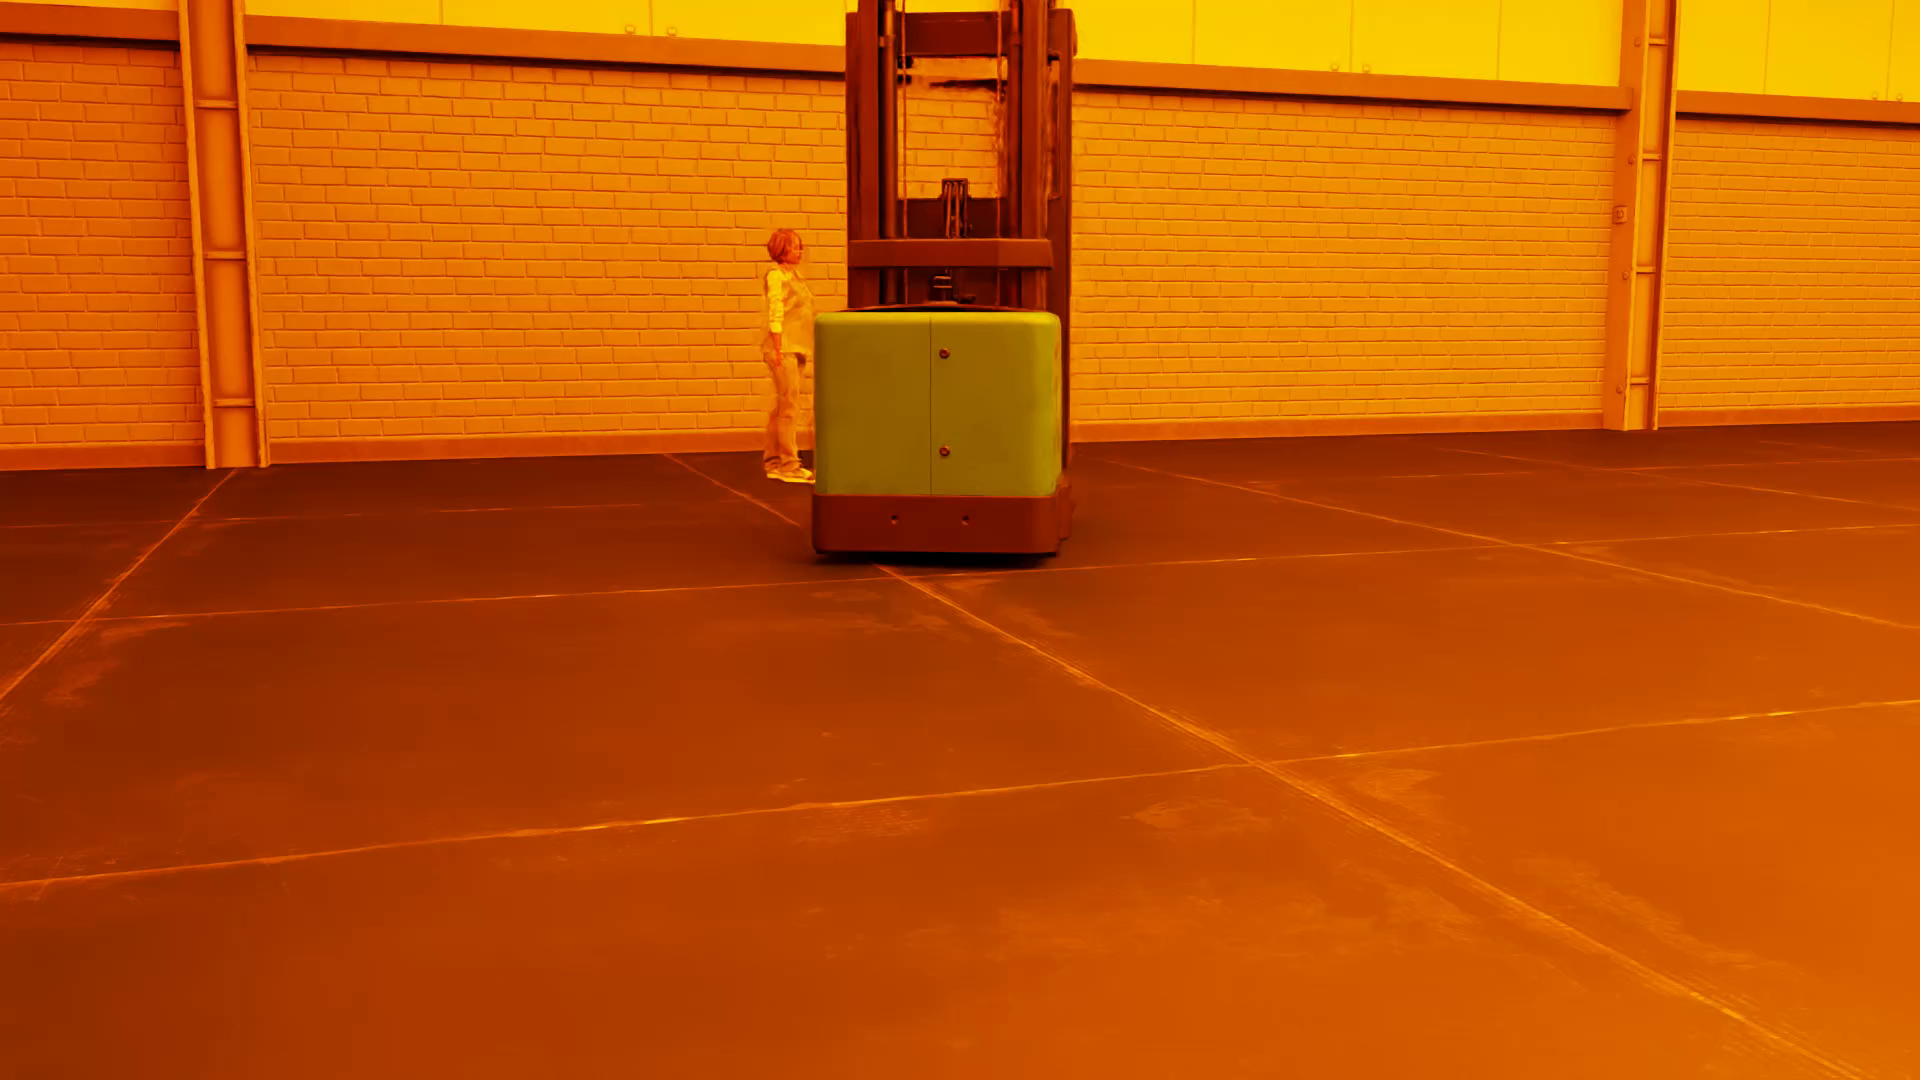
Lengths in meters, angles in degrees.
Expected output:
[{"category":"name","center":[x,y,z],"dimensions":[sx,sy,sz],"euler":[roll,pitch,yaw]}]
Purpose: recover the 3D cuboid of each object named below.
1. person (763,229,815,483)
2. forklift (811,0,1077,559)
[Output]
[{"category":"person","center":[-1.060,-1.165,10.603],"dimensions":[0.421,1.590,0.406],"euler":[2,8,12]},{"category":"forklift","center":[0.019,-1.532,8.314],"dimensions":[1.130,2.935,3.031],"euler":[1,8,5]}]
